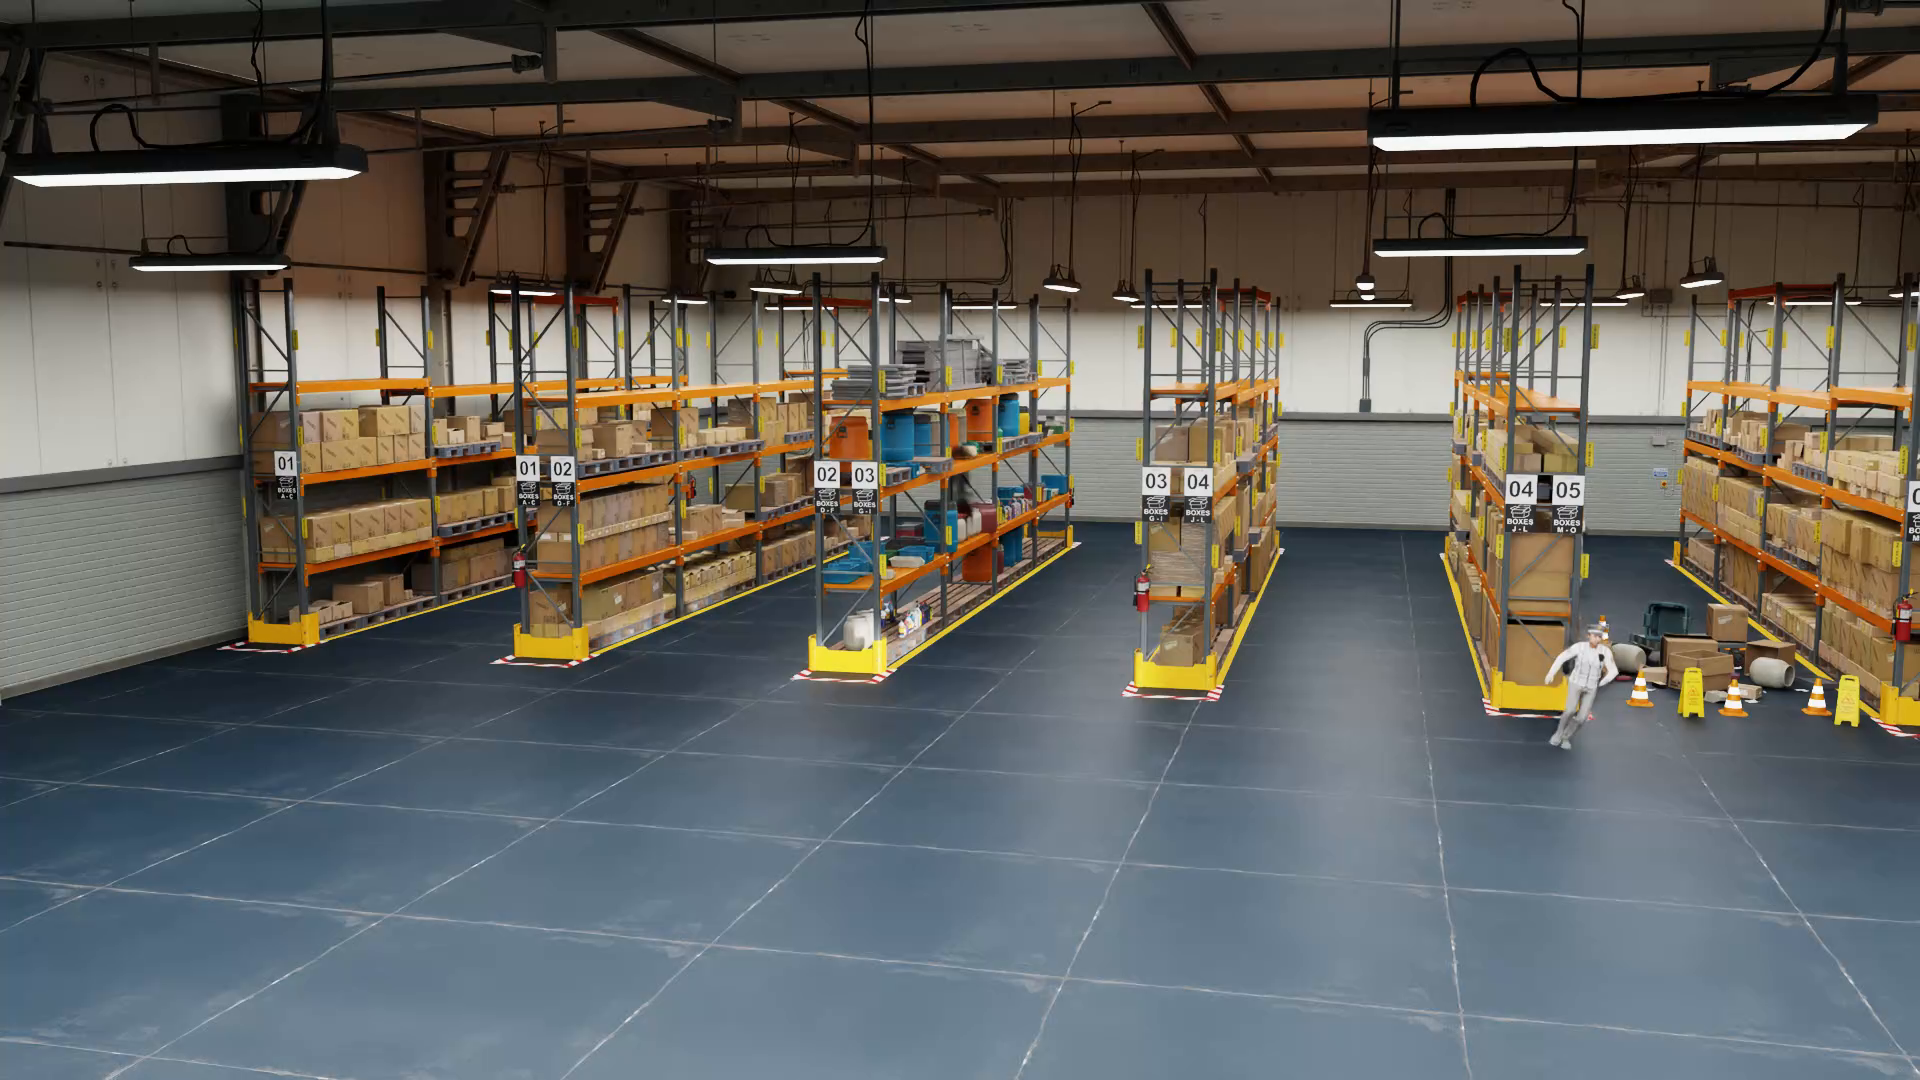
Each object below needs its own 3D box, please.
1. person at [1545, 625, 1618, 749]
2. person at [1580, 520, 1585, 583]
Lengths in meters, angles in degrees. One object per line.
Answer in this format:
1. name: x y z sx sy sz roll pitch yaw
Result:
1. person: 7.629 1.810 20.331 0.782 1.602 0.618 1 7 4
2. person: 12.614 0.100 34.254 0.571 1.650 0.948 1 7 5
